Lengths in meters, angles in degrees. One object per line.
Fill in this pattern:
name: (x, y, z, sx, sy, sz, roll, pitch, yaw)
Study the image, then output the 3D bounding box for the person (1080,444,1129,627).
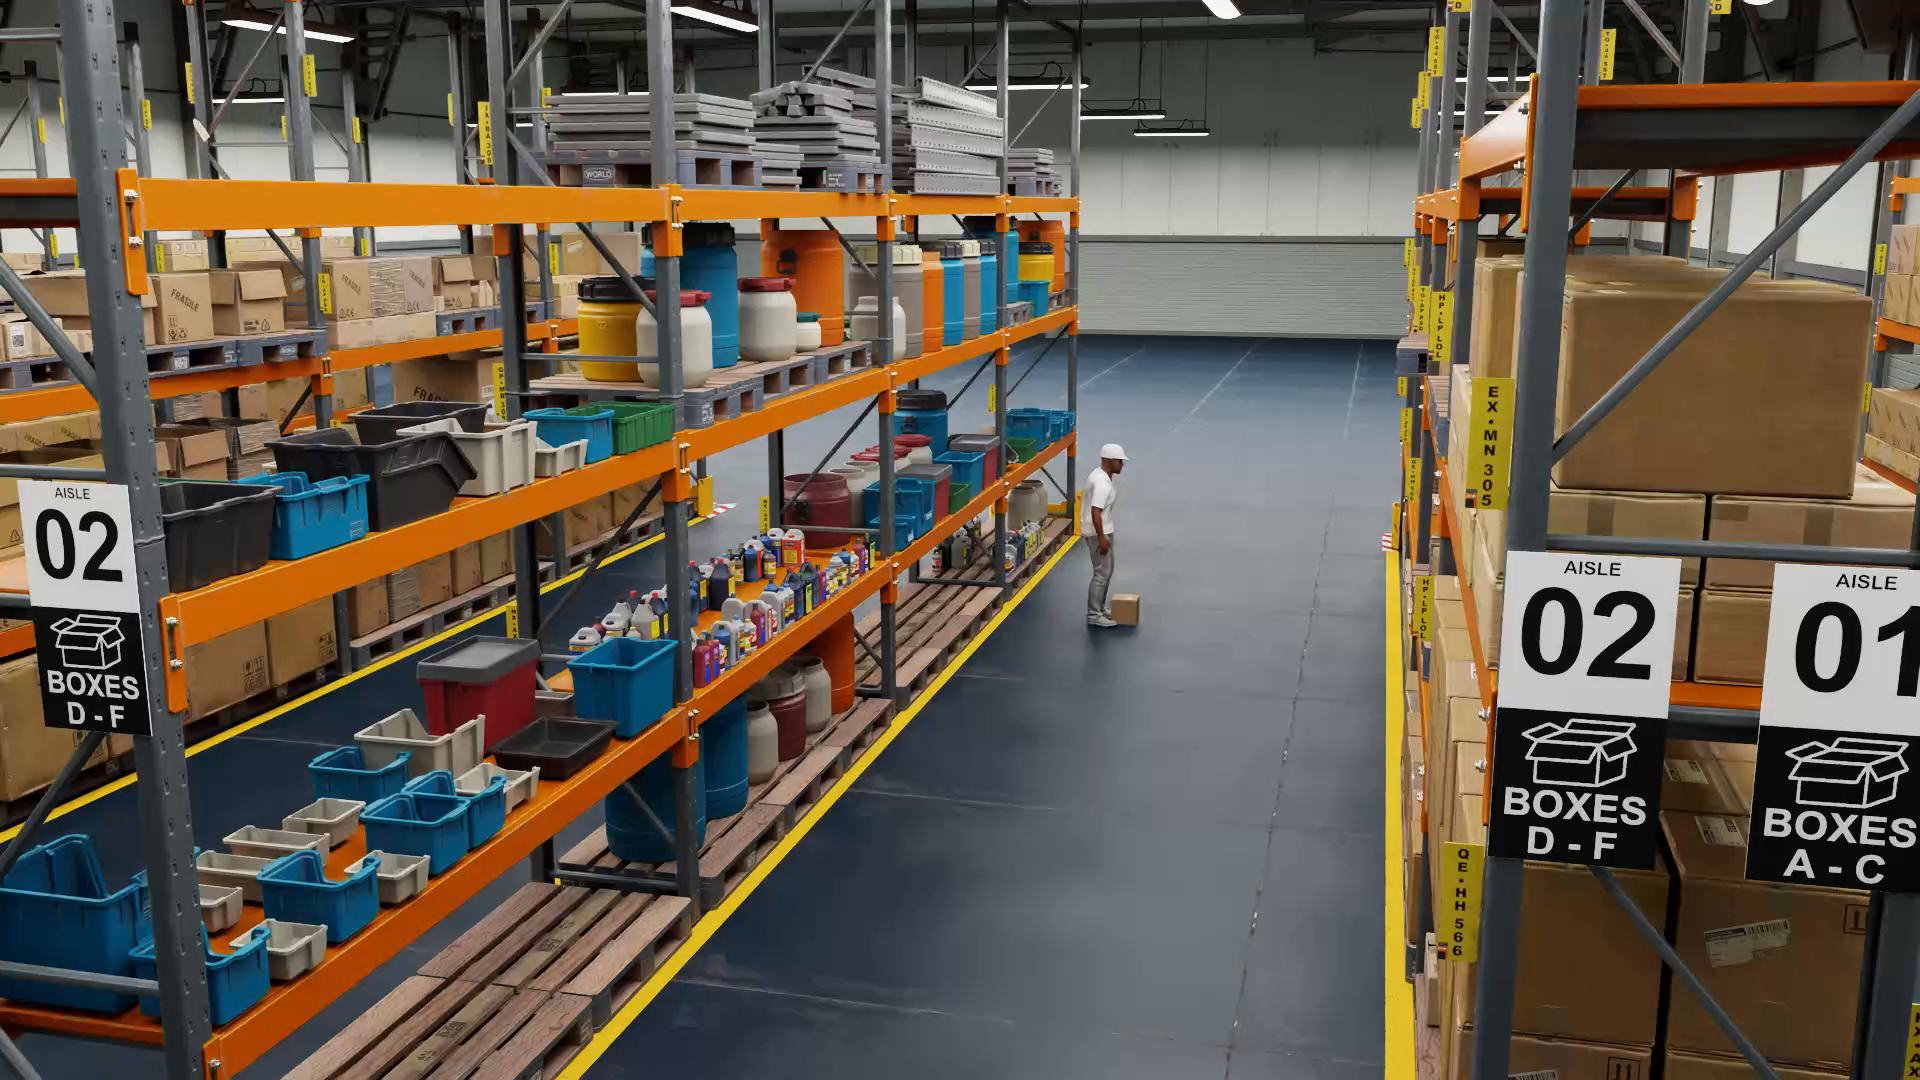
person: (1.403, -0.064, 16.233, 0.462, 1.755, 0.633, 2, 12, 10)
